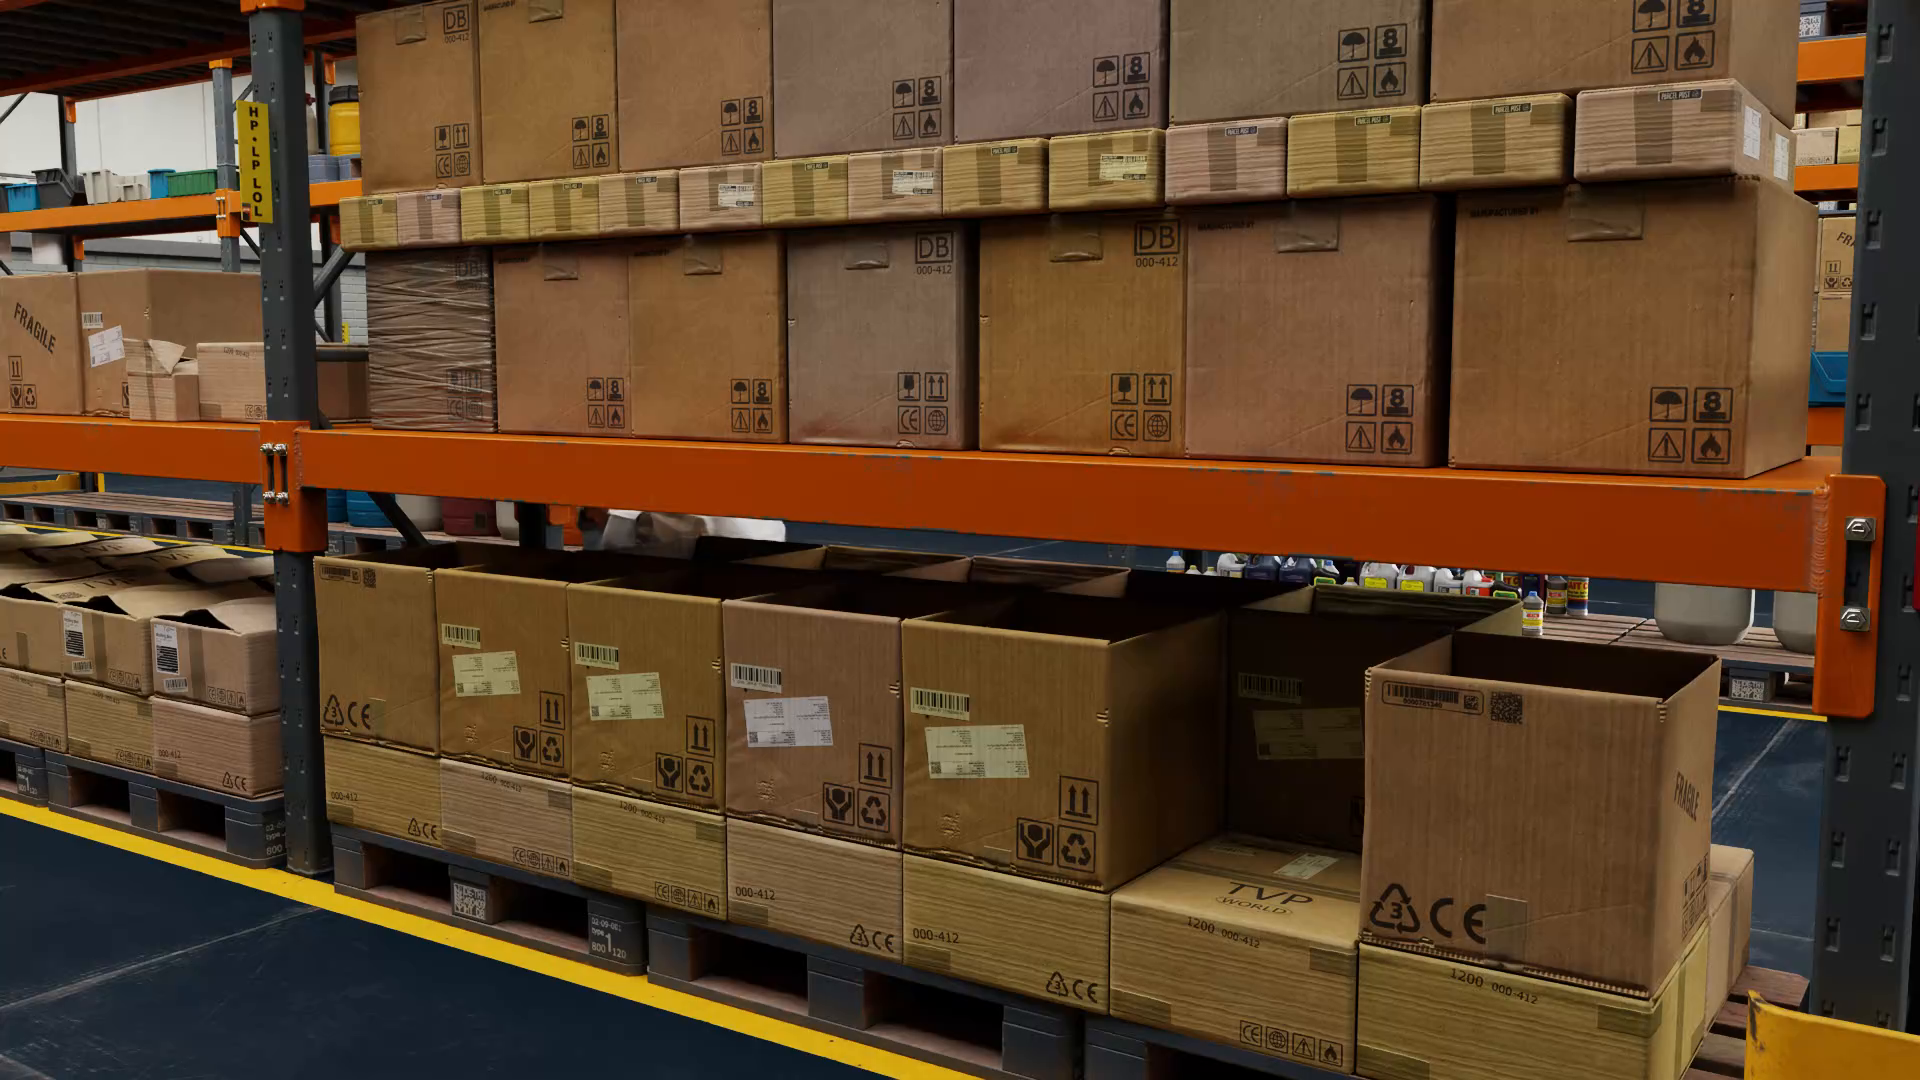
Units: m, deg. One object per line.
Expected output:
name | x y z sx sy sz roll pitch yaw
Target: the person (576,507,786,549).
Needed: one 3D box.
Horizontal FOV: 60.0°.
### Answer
person | -1.151 0.252 6.674 0.958 1.055 0.530 4 7 30
